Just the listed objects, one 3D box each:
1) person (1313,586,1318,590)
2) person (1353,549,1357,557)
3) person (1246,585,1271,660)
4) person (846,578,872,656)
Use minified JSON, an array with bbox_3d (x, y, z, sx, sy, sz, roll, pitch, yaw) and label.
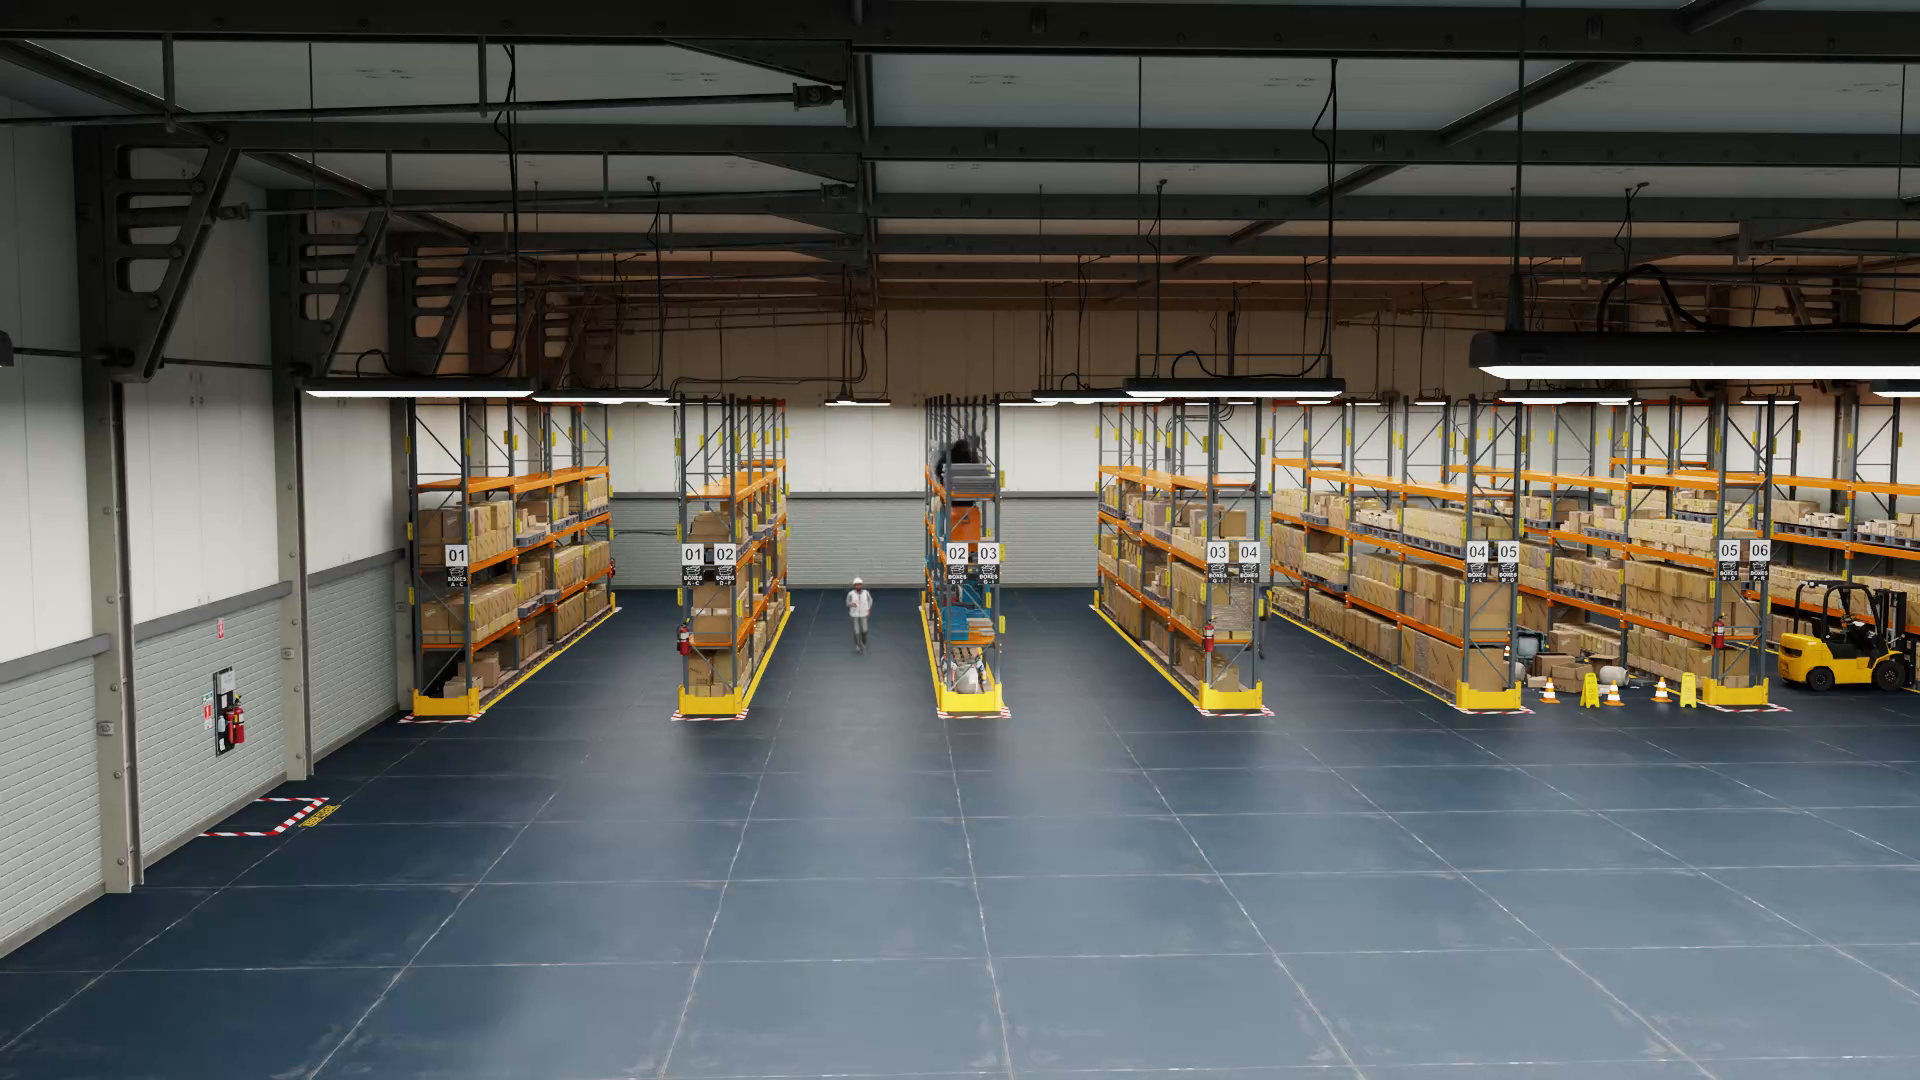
[{"bbox_3d":[10.645,0.953,49.013,1.049,1.798,0.707,-1,5,-7],"label":"person"},{"bbox_3d":[11.142,1.116,47.178,0.659,1.737,0.967,-1,5,-18],"label":"person"},{"bbox_3d":[6.835,1.862,38.130,0.676,1.689,0.971,-1,5,-8],"label":"person"},{"bbox_3d":[-2.349,1.791,38.740,0.635,1.822,0.756,-1,5,-7],"label":"person"}]
